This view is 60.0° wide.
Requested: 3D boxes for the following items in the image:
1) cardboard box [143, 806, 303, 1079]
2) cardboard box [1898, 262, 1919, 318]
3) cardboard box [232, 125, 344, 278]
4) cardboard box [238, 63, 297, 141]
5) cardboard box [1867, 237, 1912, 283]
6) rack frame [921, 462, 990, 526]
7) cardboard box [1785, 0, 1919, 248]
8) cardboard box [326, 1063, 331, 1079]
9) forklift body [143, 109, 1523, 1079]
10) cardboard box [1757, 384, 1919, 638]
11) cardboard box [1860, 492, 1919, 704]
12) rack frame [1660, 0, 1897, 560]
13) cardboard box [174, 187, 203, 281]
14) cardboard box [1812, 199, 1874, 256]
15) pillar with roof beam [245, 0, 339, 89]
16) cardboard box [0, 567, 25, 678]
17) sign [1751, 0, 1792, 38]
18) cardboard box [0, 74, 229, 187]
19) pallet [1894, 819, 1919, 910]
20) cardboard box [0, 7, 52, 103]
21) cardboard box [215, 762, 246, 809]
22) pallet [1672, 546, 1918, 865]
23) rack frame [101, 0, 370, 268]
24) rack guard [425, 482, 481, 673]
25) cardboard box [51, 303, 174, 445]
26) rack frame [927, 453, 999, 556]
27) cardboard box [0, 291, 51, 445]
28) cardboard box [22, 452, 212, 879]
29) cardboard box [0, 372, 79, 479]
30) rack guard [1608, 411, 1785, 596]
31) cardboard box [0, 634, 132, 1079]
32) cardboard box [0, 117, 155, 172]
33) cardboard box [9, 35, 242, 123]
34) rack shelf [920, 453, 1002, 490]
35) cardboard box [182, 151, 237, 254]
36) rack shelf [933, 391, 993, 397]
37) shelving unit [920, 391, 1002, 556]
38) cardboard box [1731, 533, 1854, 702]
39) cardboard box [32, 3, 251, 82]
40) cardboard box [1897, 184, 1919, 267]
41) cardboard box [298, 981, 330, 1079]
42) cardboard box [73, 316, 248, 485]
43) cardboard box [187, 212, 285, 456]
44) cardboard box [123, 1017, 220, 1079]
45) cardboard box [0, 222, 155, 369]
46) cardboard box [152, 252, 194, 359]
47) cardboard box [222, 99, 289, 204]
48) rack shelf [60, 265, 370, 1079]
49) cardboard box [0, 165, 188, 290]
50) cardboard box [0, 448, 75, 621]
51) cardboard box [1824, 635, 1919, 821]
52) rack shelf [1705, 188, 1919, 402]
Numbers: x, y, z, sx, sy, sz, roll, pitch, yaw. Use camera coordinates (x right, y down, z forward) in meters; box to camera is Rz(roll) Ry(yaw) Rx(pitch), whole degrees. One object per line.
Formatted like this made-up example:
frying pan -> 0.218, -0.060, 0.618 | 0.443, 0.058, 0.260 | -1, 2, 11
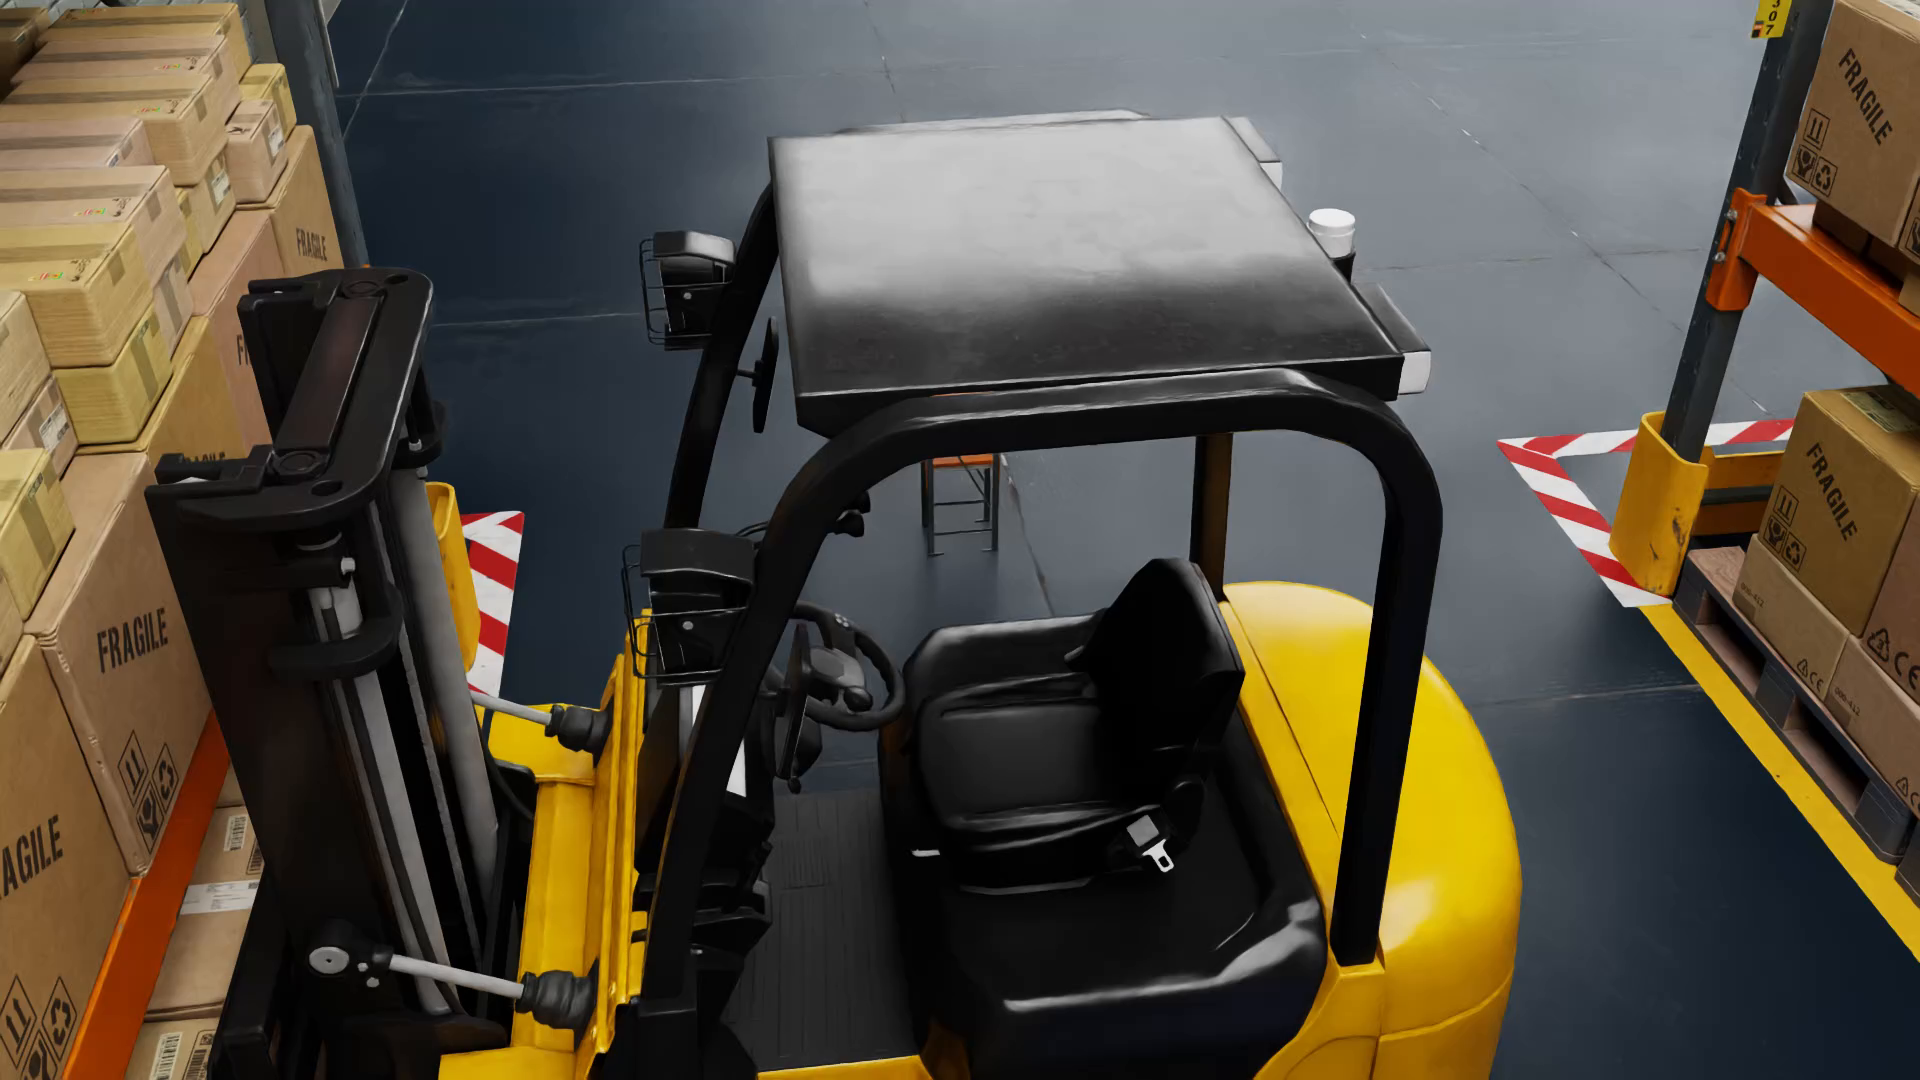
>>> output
cardboard box -> -1.522, 0.776, 3.129 | 0.500, 0.250, 0.500 | -5, 35, -7
cardboard box -> 2.656, -0.631, 4.235 | 0.380, 0.149, 0.250 | -5, 35, -8
cardboard box -> -1.780, -0.643, 3.940 | 0.500, 0.500, 0.500 | -5, 35, -7
cardboard box -> -1.782, -0.993, 3.879 | 0.380, 0.149, 0.250 | -4, 34, -6
cardboard box -> 2.701, -0.785, 4.461 | 0.380, 0.149, 0.250 | -4, 34, -6
rack frame -> -0.014, -0.555, 5.499 | 0.240, 1.200, 0.006 | -4, 35, -6
cardboard box -> 2.601, -1.113, 4.366 | 0.500, 0.500, 0.500 | -5, 35, -7
cardboard box -> -1.522, 1.191, 3.407 | 0.500, 0.250, 0.500 | -3, 34, -5
forklift body -> -0.043, 0.415, 3.231 | 2.313, 2.155, 1.214 | -4, 35, -6
cardboard box -> 2.650, -0.097, 4.631 | 0.500, 0.500, 0.500 | -5, 35, -8
cardboard box -> 2.725, 0.195, 4.204 | 0.500, 0.500, 0.500 | -6, 35, -8
rack frame -> 2.812, -1.234, 4.897 | 1.000, 3.000, 0.127 | -4, 35, -6
cardboard box -> -1.722, -0.564, 3.249 | 0.380, 0.149, 0.250 | -5, 35, -7
cardboard box -> 2.653, -0.925, 4.667 | 0.380, 0.149, 0.250 | -4, 35, -6
pillar with roof beam -> 0.553, -6.552, 7.374 | 9.100, 9.000, 0.400 | -4, 35, -6
cardboard box -> -1.494, 0.153, 2.198 | 0.380, 0.149, 0.250 | -5, 35, -8
sign -> 2.274, -1.551, 4.593 | 0.100, 0.325, 0.005 | -4, 35, -6
cardboard box -> -1.723, -0.825, 3.368 | 0.380, 0.149, 0.250 | -4, 34, -5
pallet -> 3.057, 1.096, 3.954 | 1.003, 0.211, 1.213 | -4, 35, -6
cardboard box -> -2.273, -1.085, 3.749 | 0.380, 0.149, 0.250 | -5, 35, -7
cardboard box -> -1.583, 0.492, 3.545 | 0.500, 0.250, 0.500 | -4, 34, -6
pallet -> 2.896, 0.417, 4.951 | 1.003, 0.211, 1.213 | -4, 35, -6
rack frame -> -2.106, -0.856, 4.342 | 1.000, 3.000, 0.127 | -4, 35, -6
rack guard -> -2.109, 0.164, 5.066 | 1.175, 0.500, 0.348 | -4, 35, -6
cardboard box -> -1.585, -0.279, 2.831 | 0.380, 0.149, 0.250 | -4, 34, -6
rack frame -> 0.010, -0.453, 5.349 | 0.240, 1.200, 0.006 | -4, 35, -6
cardboard box -> -1.637, -0.249, 2.523 | 0.380, 0.149, 0.250 | -4, 34, -6
cardboard box -> -1.571, 0.213, 2.685 | 0.500, 0.500, 0.500 | -4, 34, -6
cardboard box -> -1.641, -0.133, 2.617 | 0.380, 0.149, 0.250 | -5, 35, -7
rack guard -> 2.822, -0.159, 5.539 | 1.175, 0.500, 0.348 | -4, 35, -6
cardboard box -> -1.525, 0.496, 2.270 | 0.500, 0.500, 0.500 | -5, 35, -7
cardboard box -> -1.763, -0.681, 3.156 | 0.380, 0.149, 0.250 | -4, 34, -6
cardboard box -> -1.785, -0.969, 3.579 | 0.380, 0.149, 0.250 | -4, 35, -6
rack shelf -> -0.002, -0.269, 5.584 | 0.258, 0.103, 0.180 | -4, 35, -6
cardboard box -> -1.744, -0.703, 3.454 | 0.380, 0.149, 0.250 | -4, 34, -5
rack shelf -> -0.002, -0.467, 5.449 | 0.258, 0.103, 0.180 | -4, 35, -6
shelving unit -> -0.002, -0.504, 5.424 | 0.258, 1.200, 0.189 | -4, 35, -6
cardboard box -> 2.646, 0.200, 4.862 | 0.500, 0.250, 0.500 | -5, 35, -7
cardboard box -> -1.849, -1.104, 3.778 | 0.380, 0.149, 0.250 | -4, 35, -6
cardboard box -> 2.674, -0.824, 3.943 | 0.500, 0.500, 0.500 | -3, 34, -5
cardboard box -> -1.520, 0.995, 3.251 | 0.500, 0.250, 0.500 | -4, 35, -7
cardboard box -> -1.650, -0.066, 3.095 | 0.500, 0.500, 0.500 | -5, 35, -7
cardboard box -> -1.719, -0.352, 3.515 | 0.500, 0.500, 0.500 | -3, 34, -5
cardboard box -> -1.459, 1.069, 2.698 | 0.500, 0.250, 0.500 | -3, 34, -5
cardboard box -> -1.578, -0.400, 2.744 | 0.380, 0.149, 0.250 | -4, 34, -5
cardboard box -> -1.639, -0.419, 3.036 | 0.380, 0.149, 0.250 | -5, 35, -8
cardboard box -> -1.718, -0.853, 3.673 | 0.380, 0.149, 0.250 | -4, 34, -6
rack shelf -> -1.837, 0.557, 2.907 | 1.077, 0.370, 4.000 | -4, 35, -6
cardboard box -> -1.618, -0.544, 2.955 | 0.380, 0.149, 0.250 | -4, 34, -5
cardboard box -> -1.539, 0.005, 2.415 | 0.380, 0.149, 0.250 | -5, 35, -7
cardboard box -> 2.708, 0.485, 4.443 | 0.500, 0.250, 0.500 | -3, 34, -5
rack shelf -> 3.081, 0.179, 3.462 | 1.077, 0.370, 4.000 | -4, 35, -6
